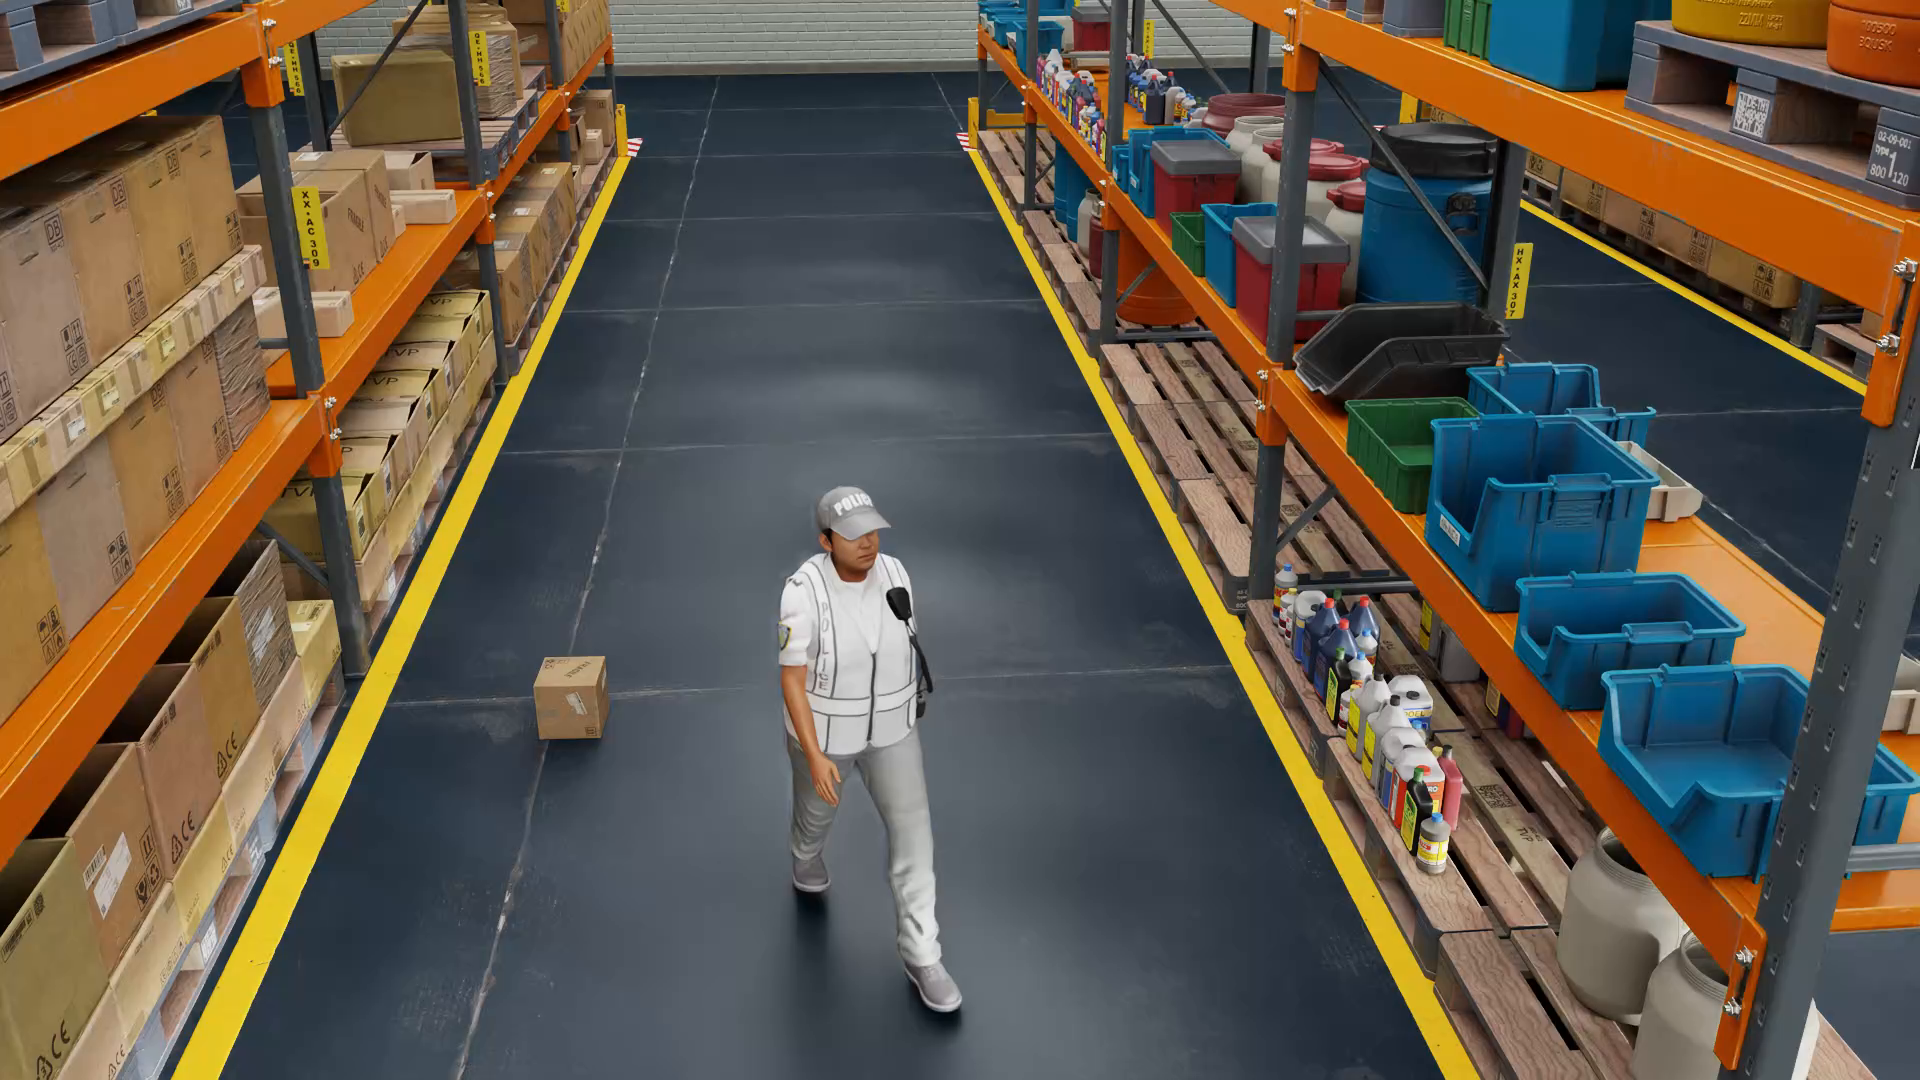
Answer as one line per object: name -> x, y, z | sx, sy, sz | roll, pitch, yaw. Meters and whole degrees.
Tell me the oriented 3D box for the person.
person -> -0.337, 0.596, 5.256 | 0.469, 1.606, 1.019 | -9, 26, -20
